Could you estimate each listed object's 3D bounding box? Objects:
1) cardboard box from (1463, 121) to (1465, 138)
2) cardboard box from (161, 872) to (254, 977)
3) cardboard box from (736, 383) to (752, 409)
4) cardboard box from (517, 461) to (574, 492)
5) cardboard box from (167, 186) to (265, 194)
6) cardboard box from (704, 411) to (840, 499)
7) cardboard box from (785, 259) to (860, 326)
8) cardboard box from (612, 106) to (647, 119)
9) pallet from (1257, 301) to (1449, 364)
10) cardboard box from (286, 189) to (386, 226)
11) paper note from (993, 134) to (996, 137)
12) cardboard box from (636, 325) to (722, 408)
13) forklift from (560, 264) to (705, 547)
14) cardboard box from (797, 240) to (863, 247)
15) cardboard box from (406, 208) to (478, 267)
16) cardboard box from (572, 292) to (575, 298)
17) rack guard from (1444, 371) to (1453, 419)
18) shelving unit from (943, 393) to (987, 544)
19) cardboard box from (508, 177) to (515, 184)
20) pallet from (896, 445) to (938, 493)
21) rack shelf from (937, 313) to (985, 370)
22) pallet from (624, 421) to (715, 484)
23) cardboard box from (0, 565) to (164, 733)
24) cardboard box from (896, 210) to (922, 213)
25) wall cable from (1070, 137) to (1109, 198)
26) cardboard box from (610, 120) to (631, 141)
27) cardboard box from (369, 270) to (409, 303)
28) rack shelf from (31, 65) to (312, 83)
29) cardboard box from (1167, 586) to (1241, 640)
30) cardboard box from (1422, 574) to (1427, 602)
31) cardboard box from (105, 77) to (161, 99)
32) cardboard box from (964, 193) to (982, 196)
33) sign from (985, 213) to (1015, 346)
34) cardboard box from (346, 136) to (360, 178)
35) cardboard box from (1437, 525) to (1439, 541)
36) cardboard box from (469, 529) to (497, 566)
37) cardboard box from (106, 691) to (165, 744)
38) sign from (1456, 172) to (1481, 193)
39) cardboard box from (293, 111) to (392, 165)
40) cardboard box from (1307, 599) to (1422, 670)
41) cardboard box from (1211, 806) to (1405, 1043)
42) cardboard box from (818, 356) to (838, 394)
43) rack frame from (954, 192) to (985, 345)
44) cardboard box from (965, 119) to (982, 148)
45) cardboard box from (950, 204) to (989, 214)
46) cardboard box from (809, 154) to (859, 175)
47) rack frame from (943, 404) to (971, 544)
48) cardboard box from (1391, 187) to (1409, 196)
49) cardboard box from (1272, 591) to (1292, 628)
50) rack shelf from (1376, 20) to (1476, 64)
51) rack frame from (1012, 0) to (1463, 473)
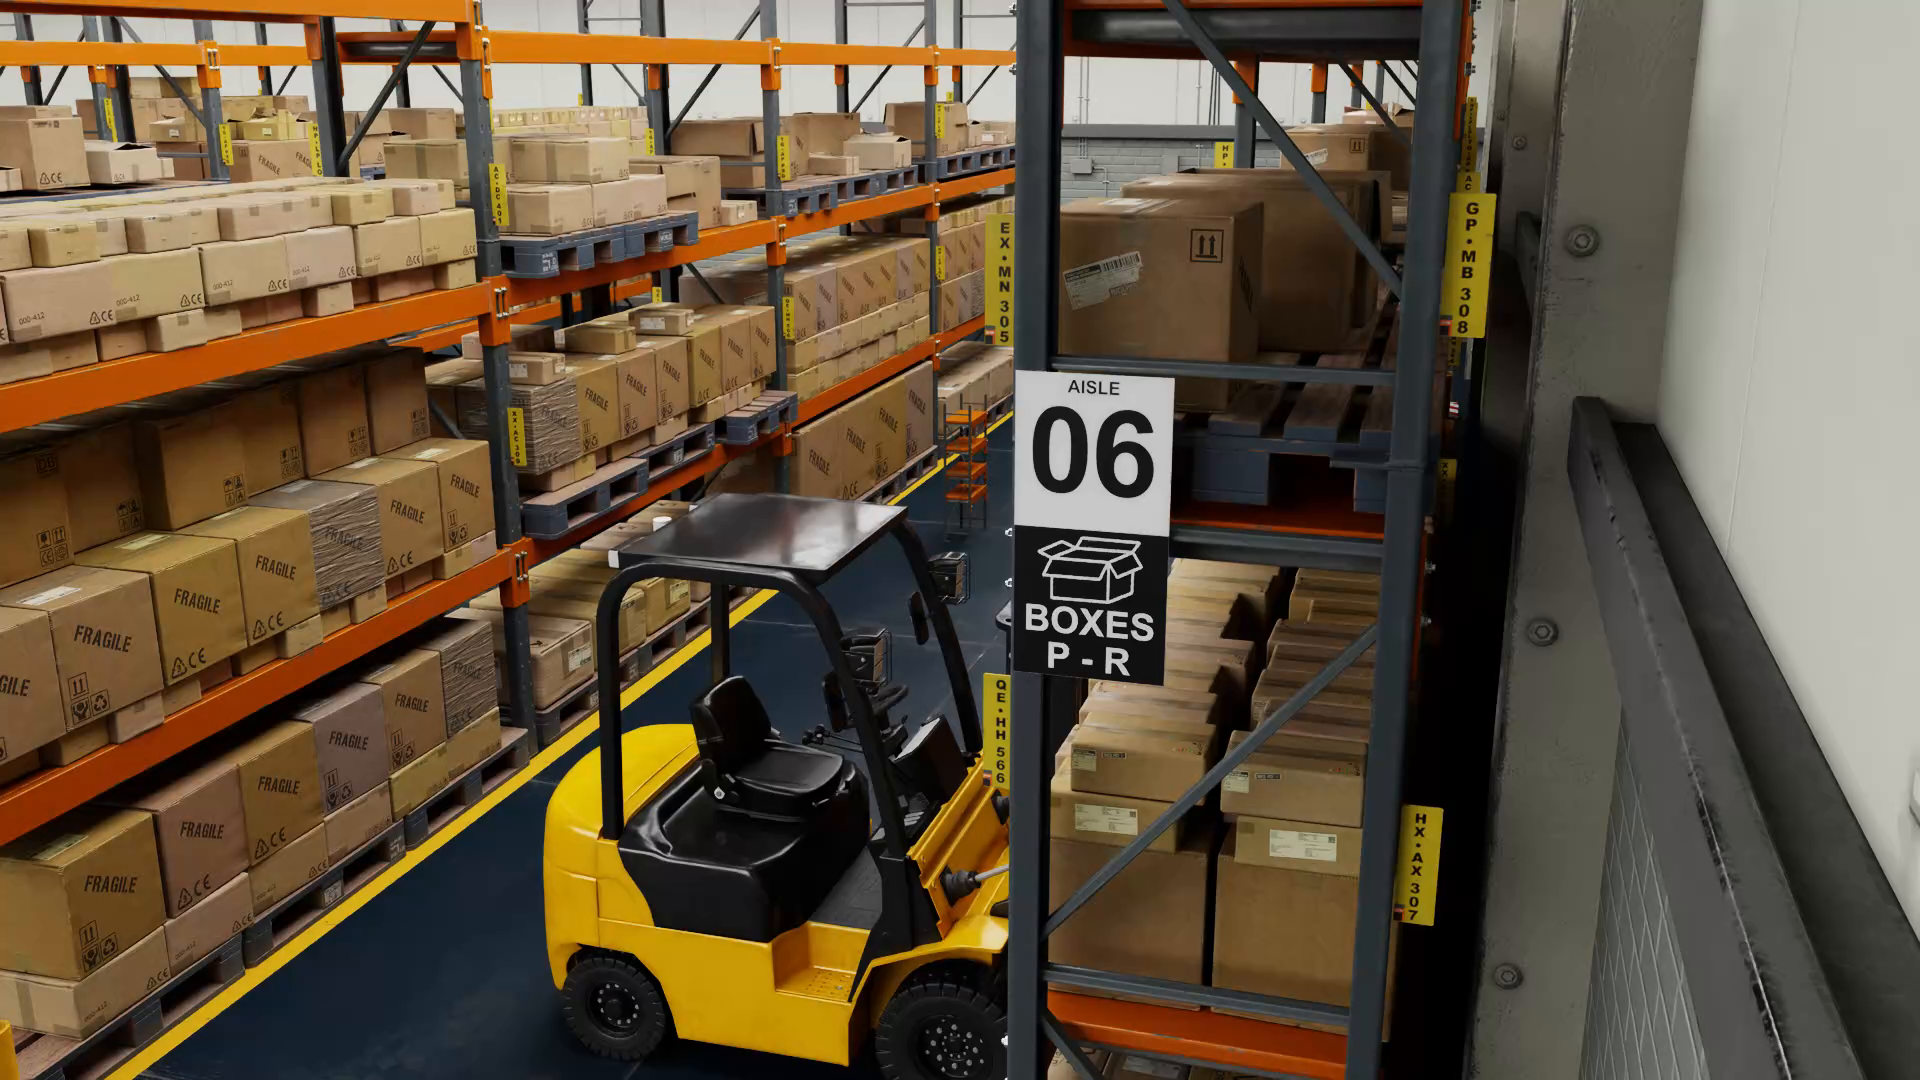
[{"bbox_3d":[4.451,-3.770,15.439,0.500,0.250,0.500,4,16,15],"label":"cardboard box"},{"bbox_3d":[-3.486,1.646,7.298,0.500,0.250,0.500,5,17,18],"label":"cardboard box"},{"bbox_3d":[-1.763,-1.077,12.321,0.380,0.149,0.250,4,16,15],"label":"cardboard box"},{"bbox_3d":[-2.536,-0.400,9.933,0.380,0.149,0.250,5,17,17],"label":"cardboard box"},{"bbox_3d":[-3.629,-1.642,8.124,0.380,0.149,0.250,4,16,15],"label":"cardboard box"},{"bbox_3d":[-1.584,-0.599,14.069,0.875,0.875,0.875,4,16,15],"label":"cardboard box"},{"bbox_3d":[-1.191,-2.149,14.394,0.500,0.500,0.500,5,17,17],"label":"cardboard box"},{"bbox_3d":[-4.174,-5.389,20.963,0.380,0.149,0.250,4,16,15],"label":"cardboard box"},{"bbox_3d":[1.198,-0.672,5.866,1.003,0.211,1.213,5,16,16],"label":"pallet"},{"bbox_3d":[-2.985,-1.592,7.945,0.380,0.149,0.250,5,17,18],"label":"cardboard box"},{"bbox_3d":[0.375,-4.390,18.038,0.006,0.032,0.123,5,16,16],"label":"paper note"},{"bbox_3d":[-2.001,-1.230,11.670,0.500,0.500,0.500,3,16,12],"label":"cardboard box"},{"bbox_3d":[-3.059,-1.557,14.449,1.130,2.935,3.031,5,16,16],"label":"forklift"},{"bbox_3d":[-1.242,-2.593,15.958,0.500,0.500,0.500,5,16,16],"label":"cardboard box"},{"bbox_3d":[-2.864,-1.576,8.621,0.500,0.250,0.500,4,16,15],"label":"cardboard box"},{"bbox_3d":[-4.776,-2.925,19.606,0.380,0.149,0.250,5,17,18],"label":"cardboard box"},{"bbox_3d":[5.152,-1.732,19.519,1.175,0.500,0.348,5,16,16],"label":"rack guard"},{"bbox_3d":[0.047,-0.621,14.318,0.258,1.200,0.503,5,16,16],"label":"shelving unit"},{"bbox_3d":[-2.821,-2.068,10.130,0.500,0.250,0.500,5,17,17],"label":"cardboard box"},{"bbox_3d":[-0.870,-0.742,16.560,1.003,0.211,1.213,5,16,16],"label":"pallet"},{"bbox_3d":[-0.154,-2.469,18.855,1.077,0.370,4.000,5,16,16],"label":"rack shelf"},{"bbox_3d":[-2.383,-0.632,11.411,1.003,0.211,1.213,5,16,16],"label":"pallet"},{"bbox_3d":[-3.588,0.418,6.629,0.500,0.500,0.500,5,17,18],"label":"cardboard box"},{"bbox_3d":[-0.626,-3.431,17.724,0.380,0.149,0.250,4,16,15],"label":"cardboard box"},{"bbox_3d":[1.994,-5.319,25.666,0.585,1.953,0.123,5,16,16],"label":"wall cable"},{"bbox_3d":[-4.392,-5.033,20.438,0.500,0.250,0.500,4,16,14],"label":"cardboard box"},{"bbox_3d":[-2.999,-1.287,8.332,0.380,0.149,0.250,5,17,16],"label":"cardboard box"},{"bbox_3d":[-9.656,-5.931,20.800,1.077,0.370,4.000,5,16,16],"label":"rack shelf"},{"bbox_3d":[0.793,0.277,5.940,0.380,0.149,0.250,5,17,17],"label":"cardboard box"},{"bbox_3d":[1.761,0.137,6.979,0.380,0.149,0.250,5,17,16],"label":"cardboard box"},{"bbox_3d":[-9.951,-5.408,19.891,0.500,0.250,0.500,4,16,12],"label":"cardboard box"},{"bbox_3d":[0.048,-4.108,20.111,0.380,0.149,0.250,5,17,17],"label":"cardboard box"},{"bbox_3d":[0.111,-0.645,4.131,0.100,0.325,0.005,5,16,16],"label":"sign"},{"bbox_3d":[-5.944,-3.485,15.439,0.500,0.500,0.500,5,16,16],"label":"cardboard box"},{"bbox_3d":[3.598,-0.214,13.399,0.500,0.500,0.500,6,17,19],"label":"cardboard box"},{"bbox_3d":[-2.795,0.030,9.187,0.380,0.149,0.250,4,16,15],"label":"cardboard box"},{"bbox_3d":[-3.511,0.703,6.815,0.380,0.149,0.250,5,17,17],"label":"cardboard box"},{"bbox_3d":[2.296,-1.502,7.538,0.100,0.325,0.005,5,16,16],"label":"sign"},{"bbox_3d":[-6.062,-3.950,16.302,0.797,0.503,0.637,4,16,15],"label":"cardboard box"},{"bbox_3d":[1.400,0.326,5.767,0.380,0.149,0.250,4,16,15],"label":"cardboard box"},{"bbox_3d":[1.034,1.076,4.857,0.500,0.500,0.500,5,17,18],"label":"cardboard box"},{"bbox_3d":[-1.350,-1.417,14.104,0.500,0.250,0.500,4,16,14],"label":"cardboard box"},{"bbox_3d":[0.414,-3.338,20.601,1.000,3.000,0.127,5,16,16],"label":"rack frame"},{"bbox_3d":[-0.059,-4.601,18.766,0.500,0.311,0.500,5,17,17],"label":"cardboard box"},{"bbox_3d":[0.101,-3.665,18.548,0.380,0.149,0.250,5,17,18],"label":"cardboard box"},{"bbox_3d":[-1.116,-3.318,14.692,0.380,0.166,0.250,6,17,21],"label":"cardboard box"},{"bbox_3d":[-0.022,-0.557,14.093,0.240,1.200,0.015,5,16,16],"label":"rack frame"},{"bbox_3d":[2.641,-1.995,9.845,0.380,0.166,0.250,5,16,16],"label":"cardboard box"},{"bbox_3d":[1.112,0.503,6.875,0.500,0.500,0.500,4,16,15],"label":"cardboard box"},{"bbox_3d":[4.606,-4.969,16.683,1.077,0.370,4.000,5,16,16],"label":"rack shelf"},{"bbox_3d":[0.627,-1.654,3.671,1.000,3.000,0.127,5,16,16],"label":"rack frame"}]
